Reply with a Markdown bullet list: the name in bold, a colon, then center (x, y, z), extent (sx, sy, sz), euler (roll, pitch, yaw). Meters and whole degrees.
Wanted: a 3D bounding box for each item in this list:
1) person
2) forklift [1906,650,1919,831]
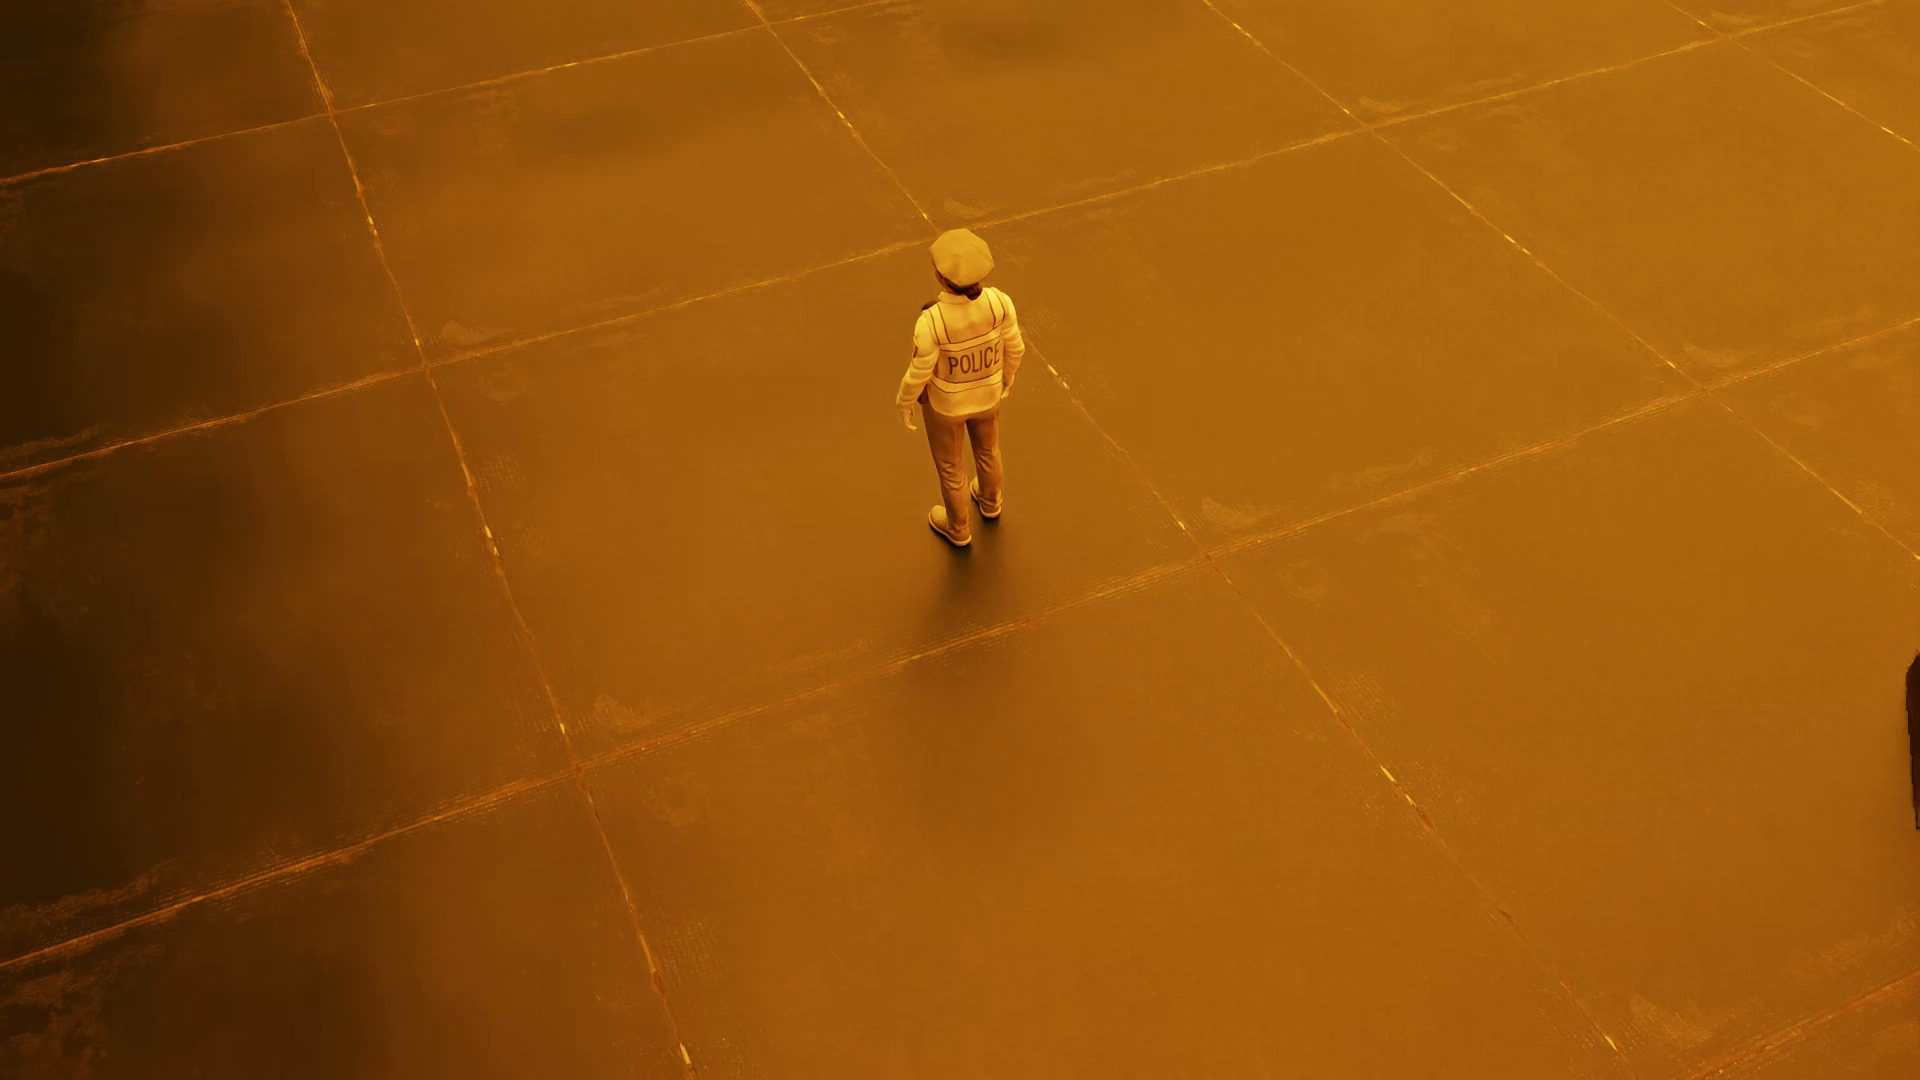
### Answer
- **person**: center (-0.023, -0.669, 7.293), extent (0.588, 1.695, 0.531), euler (-18, 46, -18)
- **forklift**: center (5.323, 0.182, 5.485), extent (3.031, 2.935, 1.130), euler (14, 45, 14)
